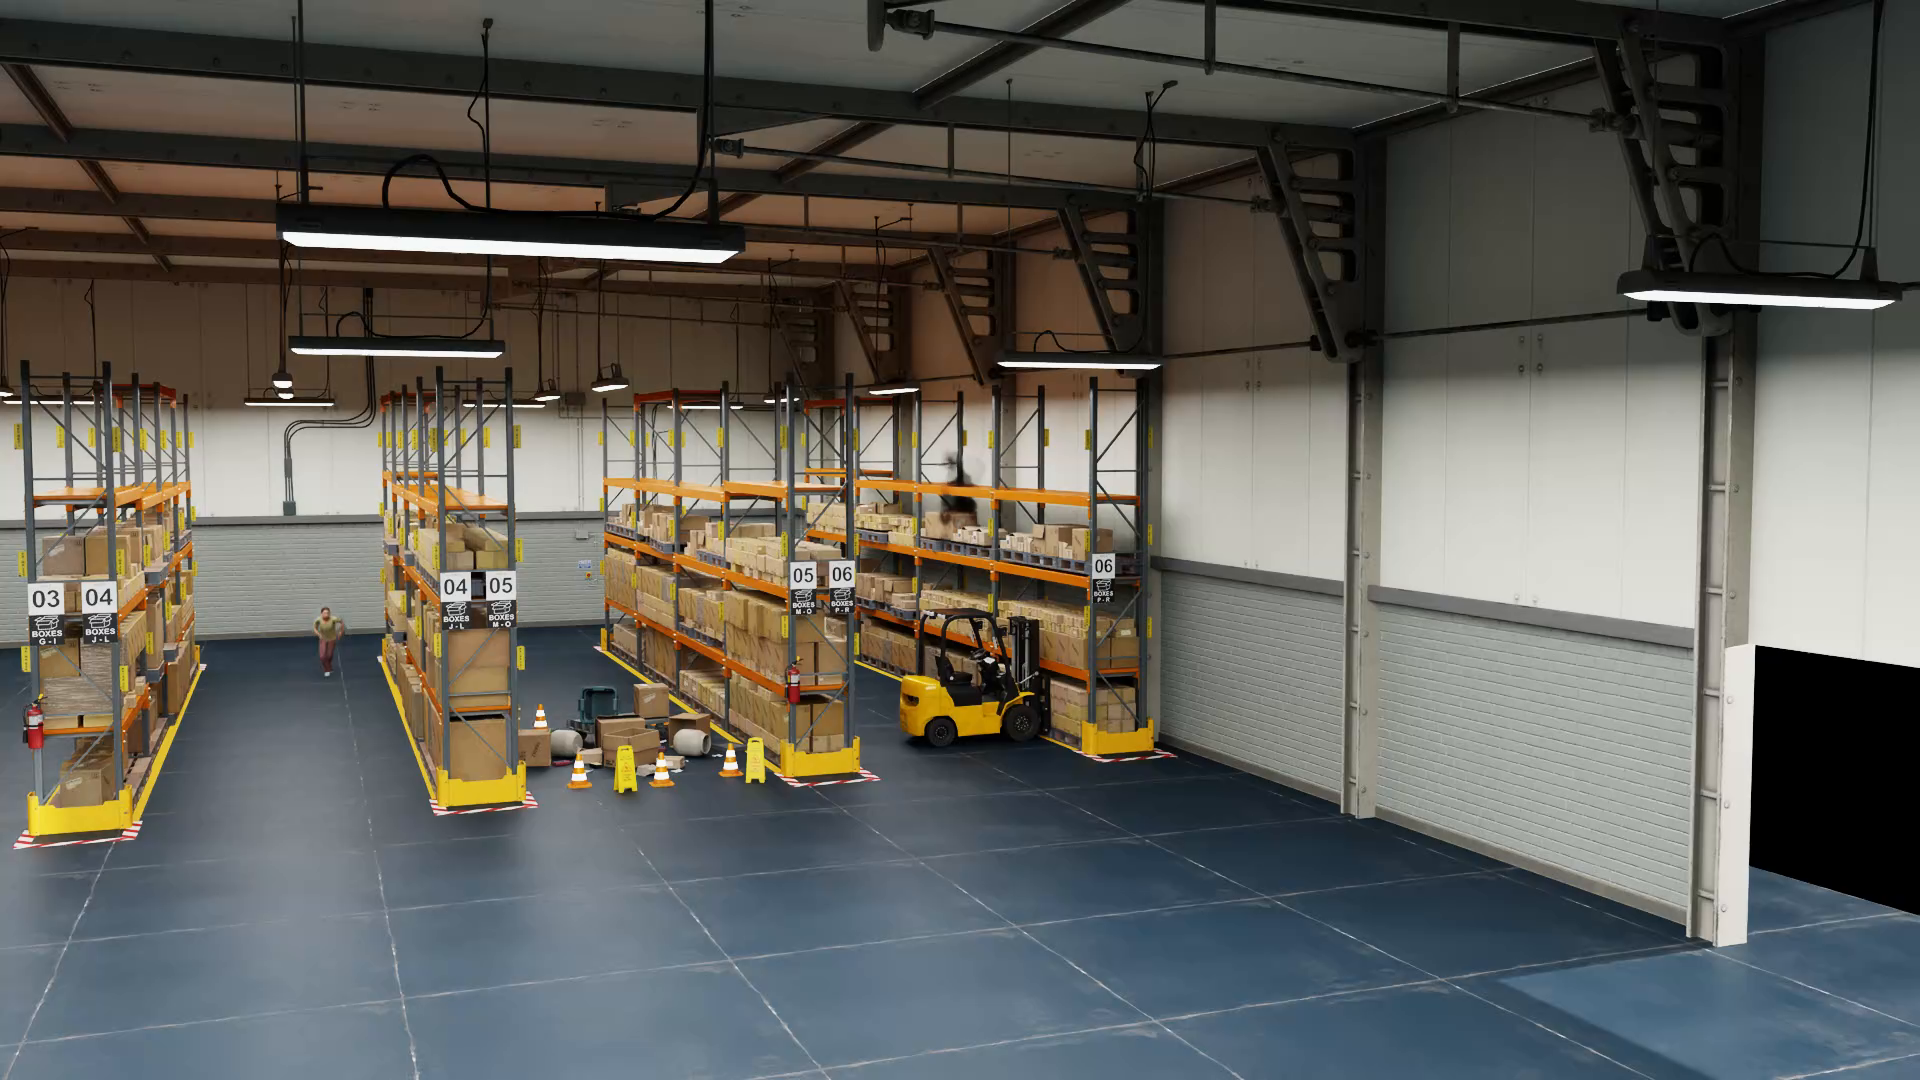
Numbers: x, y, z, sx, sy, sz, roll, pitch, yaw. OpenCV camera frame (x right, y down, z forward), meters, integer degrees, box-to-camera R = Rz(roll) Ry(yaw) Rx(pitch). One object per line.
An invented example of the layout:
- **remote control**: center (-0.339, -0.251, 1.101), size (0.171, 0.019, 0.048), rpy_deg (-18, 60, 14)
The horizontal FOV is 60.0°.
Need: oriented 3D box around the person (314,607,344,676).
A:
- **person**: center (-13.377, 2.141, 35.269), size (0.597, 1.514, 0.787), rpy_deg (-1, 4, -16)
